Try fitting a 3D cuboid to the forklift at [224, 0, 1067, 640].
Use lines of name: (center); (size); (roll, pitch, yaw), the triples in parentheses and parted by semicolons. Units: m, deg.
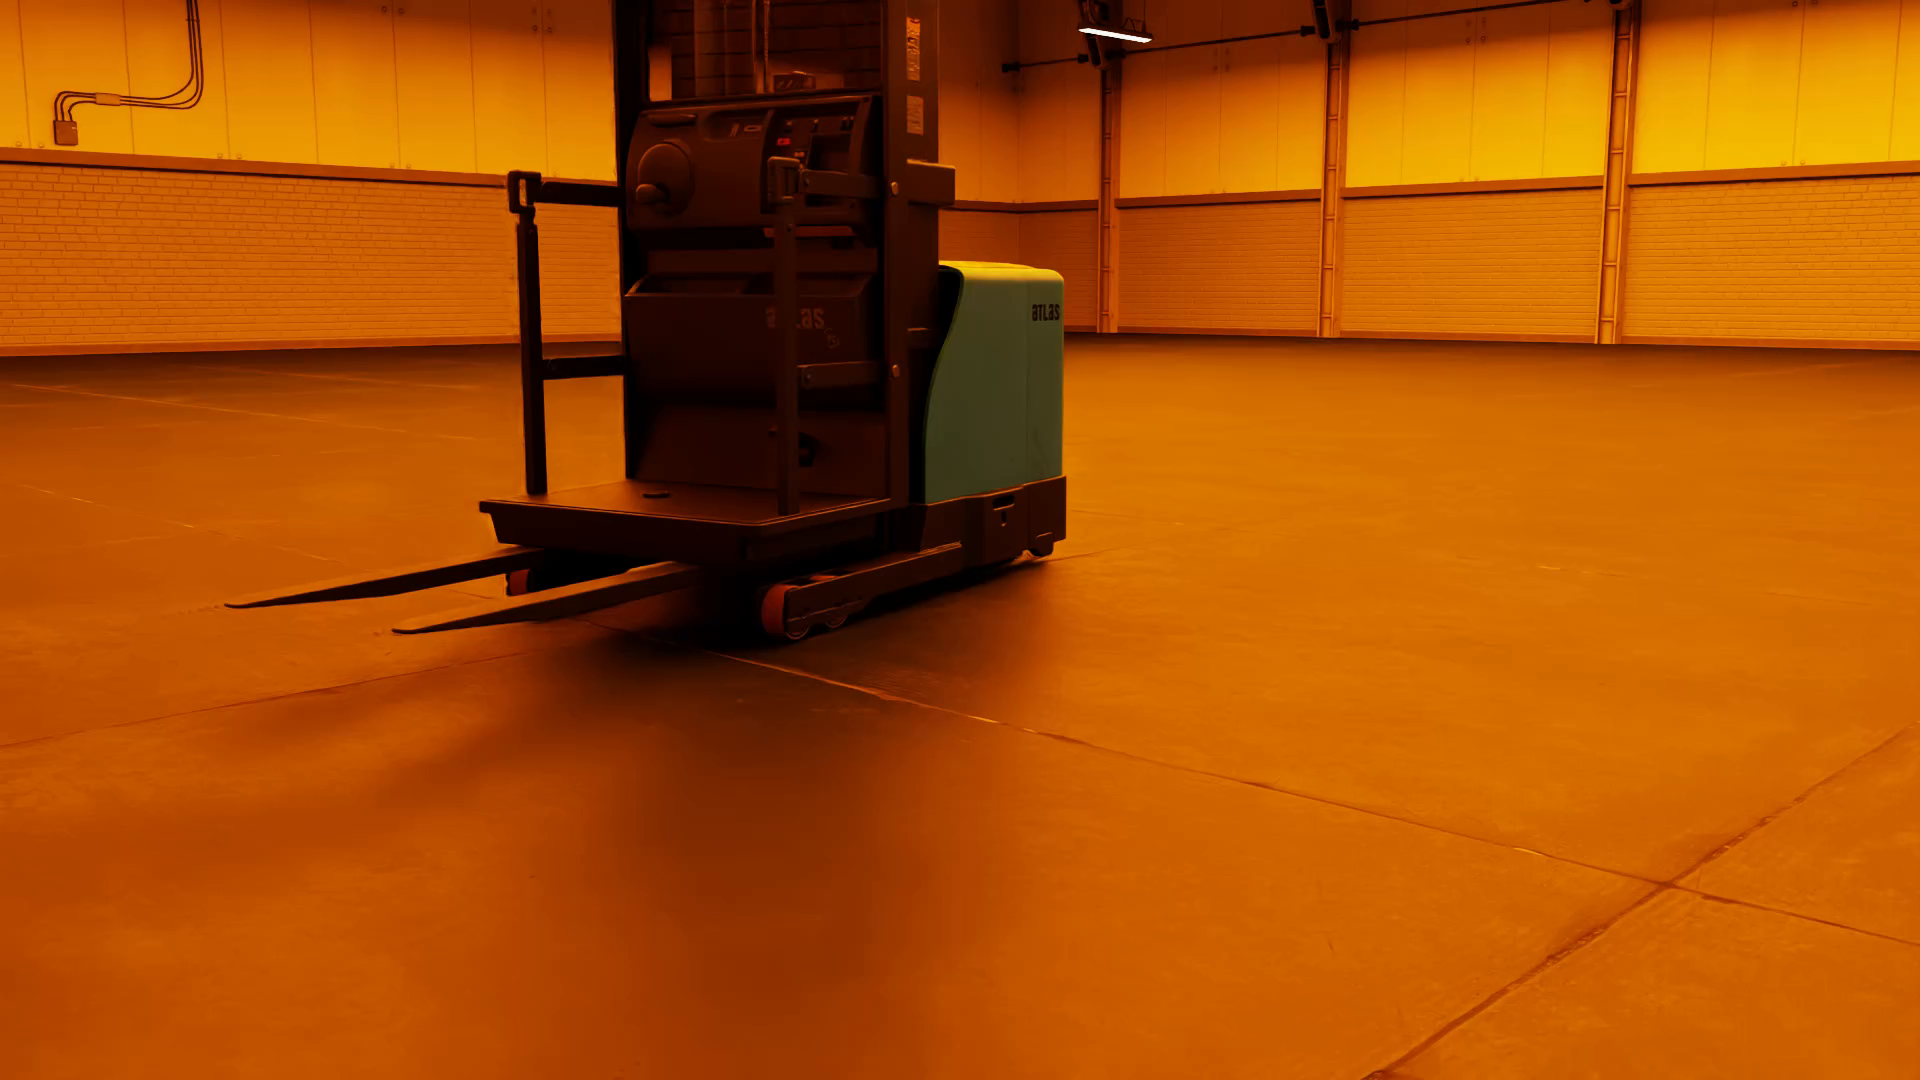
forklift: (-0.783, -1.237, 5.089); (1.130, 2.935, 3.031); (5, 10, 30)
